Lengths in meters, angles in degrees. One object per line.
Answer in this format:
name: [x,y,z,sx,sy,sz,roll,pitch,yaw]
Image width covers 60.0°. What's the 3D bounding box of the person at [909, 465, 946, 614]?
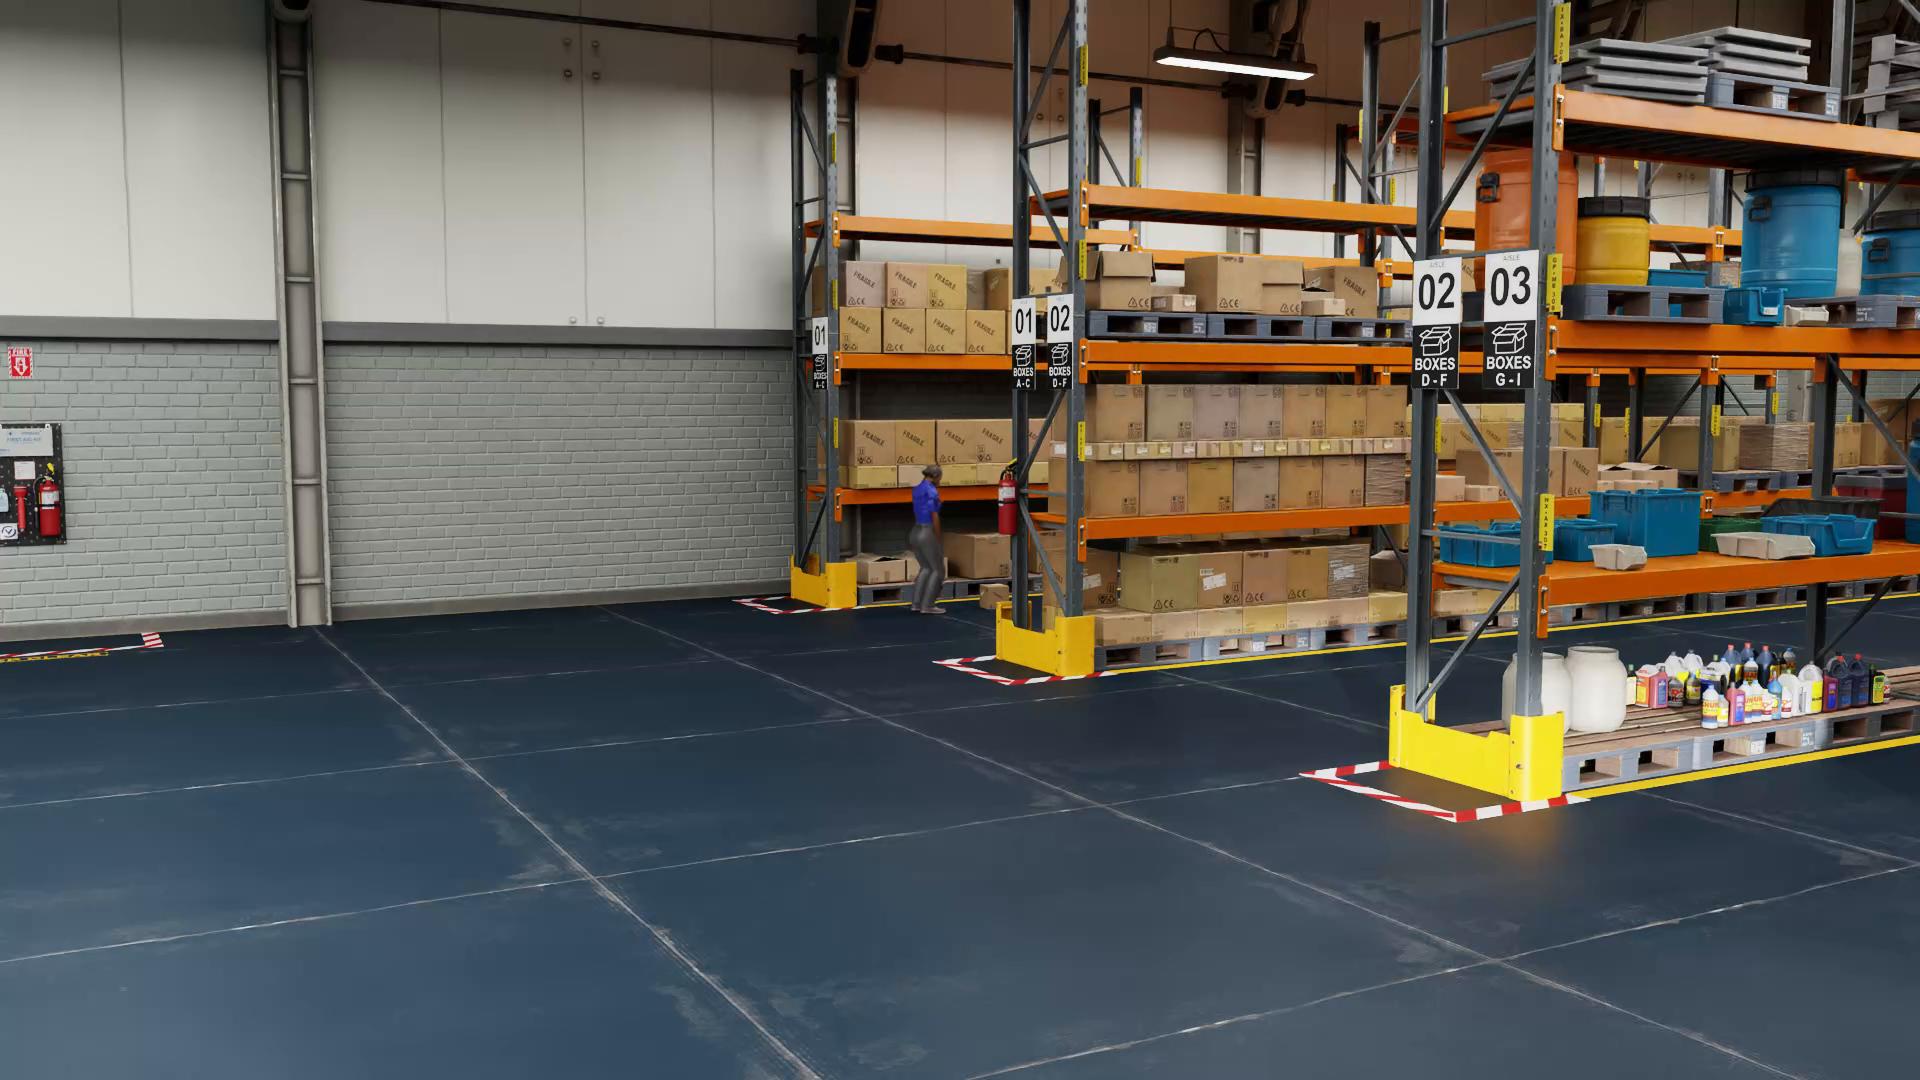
person: [-0.360,-0.010,17.987,0.375,1.610,0.457,-3,6,-27]
